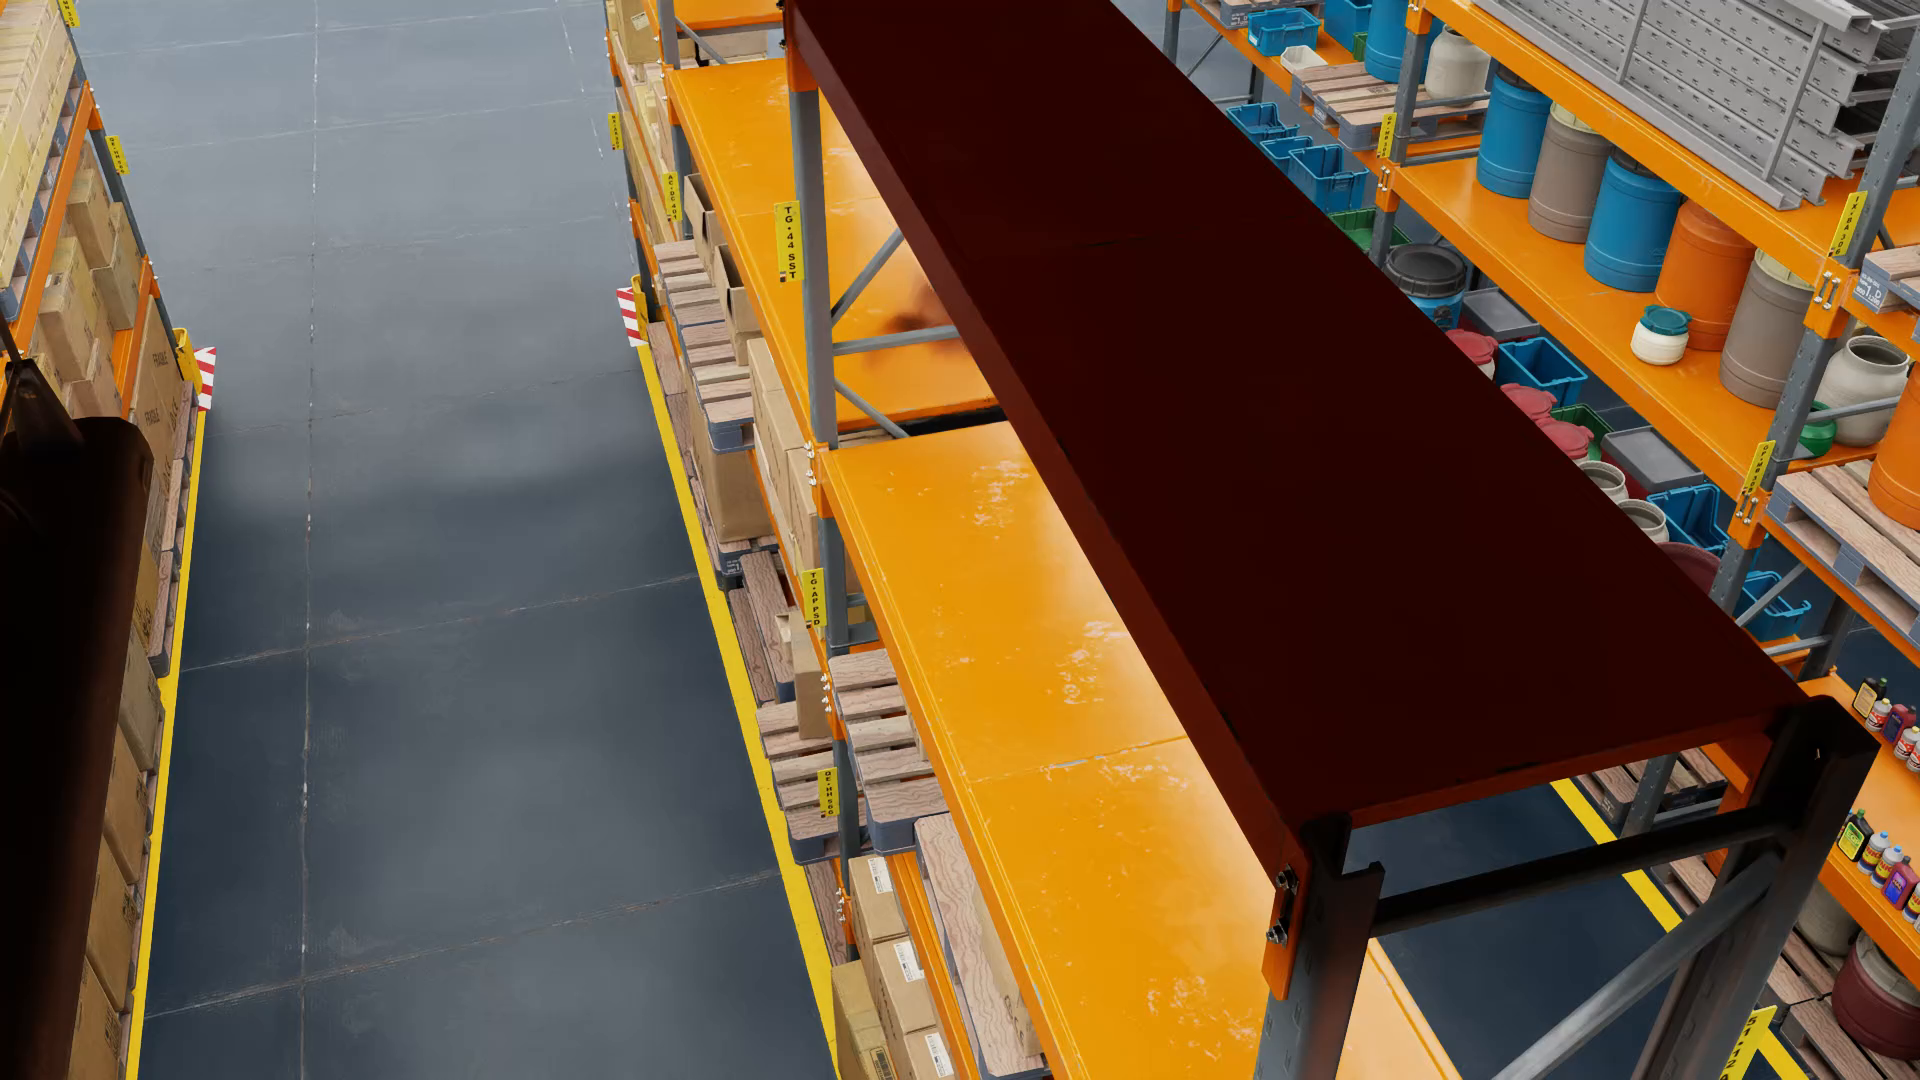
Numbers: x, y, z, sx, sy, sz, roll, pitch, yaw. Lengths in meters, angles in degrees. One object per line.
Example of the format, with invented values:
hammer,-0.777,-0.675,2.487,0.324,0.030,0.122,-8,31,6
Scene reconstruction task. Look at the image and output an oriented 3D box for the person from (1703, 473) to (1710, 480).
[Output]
person,6.210,-0.960,12.629,0.729,1.799,0.971,-16,41,-19
